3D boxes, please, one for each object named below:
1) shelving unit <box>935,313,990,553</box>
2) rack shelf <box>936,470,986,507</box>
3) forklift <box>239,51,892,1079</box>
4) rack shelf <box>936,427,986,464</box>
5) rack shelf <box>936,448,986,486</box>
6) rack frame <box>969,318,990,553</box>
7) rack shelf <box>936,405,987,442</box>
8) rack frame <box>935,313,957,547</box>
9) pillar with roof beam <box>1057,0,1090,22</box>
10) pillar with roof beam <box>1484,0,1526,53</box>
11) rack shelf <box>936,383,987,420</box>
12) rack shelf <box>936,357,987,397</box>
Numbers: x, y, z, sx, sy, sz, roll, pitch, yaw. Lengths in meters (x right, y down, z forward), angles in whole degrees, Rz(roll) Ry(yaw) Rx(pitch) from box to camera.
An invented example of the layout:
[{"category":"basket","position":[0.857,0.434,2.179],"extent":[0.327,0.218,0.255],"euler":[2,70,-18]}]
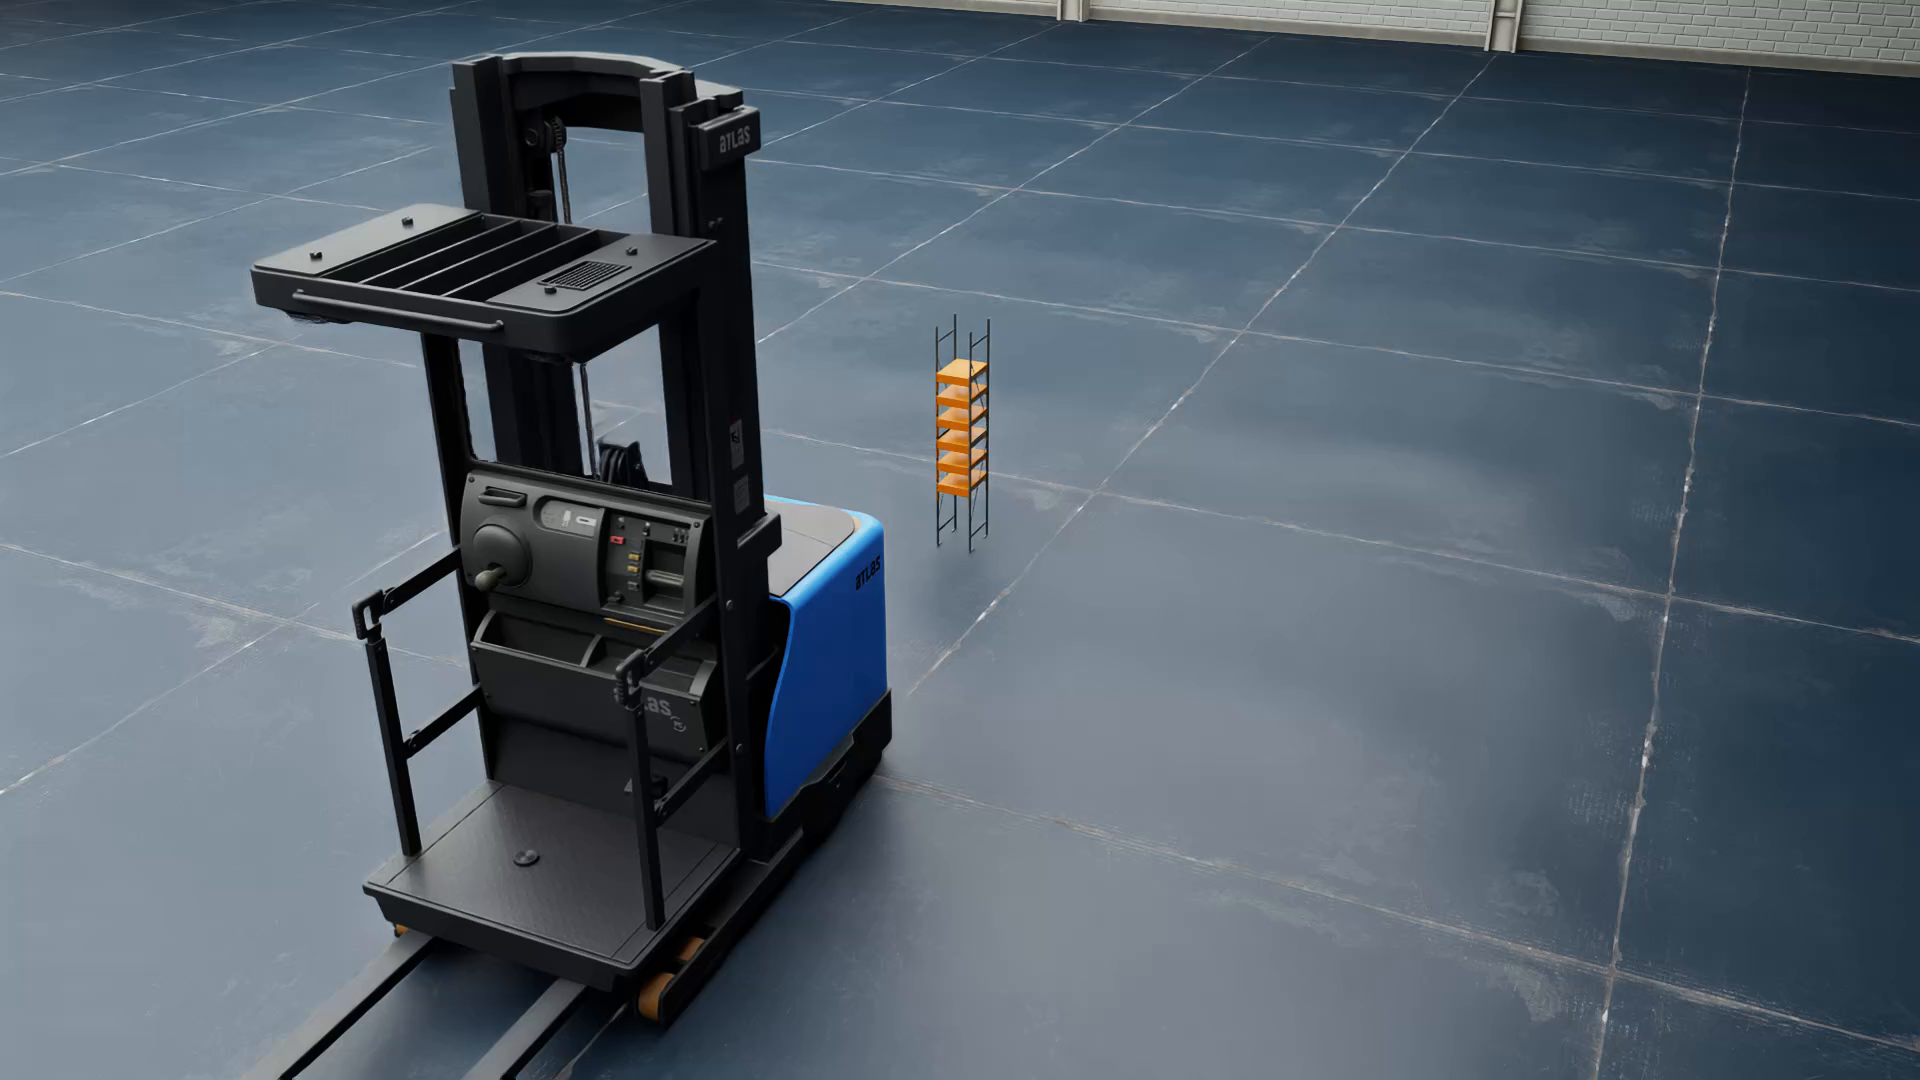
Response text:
[{"category":"shelving unit","position":[0.013,-0.536,8.480],"extent":[0.189,1.200,0.258],"euler":[11,28,22]},{"category":"rack shelf","position":[0.013,-0.280,8.605],"extent":[0.180,0.103,0.258],"euler":[11,28,22]},{"category":"forklift","position":[-1.334,0.065,5.300],"extent":[1.130,2.935,3.031],"euler":[11,28,21]},{"category":"rack shelf","position":[0.013,-0.496,8.499],"extent":[0.180,0.103,0.258],"euler":[11,28,22]},{"category":"rack shelf","position":[0.013,-0.388,8.552],"extent":[0.180,0.103,0.258],"euler":[11,28,22]},{"category":"rack frame","position":[0.096,-0.519,8.446],"extent":[0.006,1.200,0.240],"euler":[11,28,22]},{"category":"rack shelf","position":[0.013,-0.603,8.446],"extent":[0.180,0.103,0.258],"euler":[11,28,22]},{"category":"rack frame","position":[-0.070,-0.552,8.514],"extent":[0.006,1.200,0.240],"euler":[11,28,22]},{"category":"pillar with roof beam","position":[-0.144,-9.832,18.533],"extent":[0.400,9.000,9.100],"euler":[11,28,22]},{"category":"pillar with roof beam","position":[5.317,-8.735,16.305],"extent":[0.400,9.000,9.100],"euler":[11,28,22]},{"category":"rack shelf","position":[0.013,-0.711,8.393],"extent":[0.180,0.103,0.258],"euler":[11,28,22]},{"category":"rack shelf","position":[0.013,-0.819,8.340],"extent":[0.180,0.103,0.258],"euler":[11,28,22]}]
